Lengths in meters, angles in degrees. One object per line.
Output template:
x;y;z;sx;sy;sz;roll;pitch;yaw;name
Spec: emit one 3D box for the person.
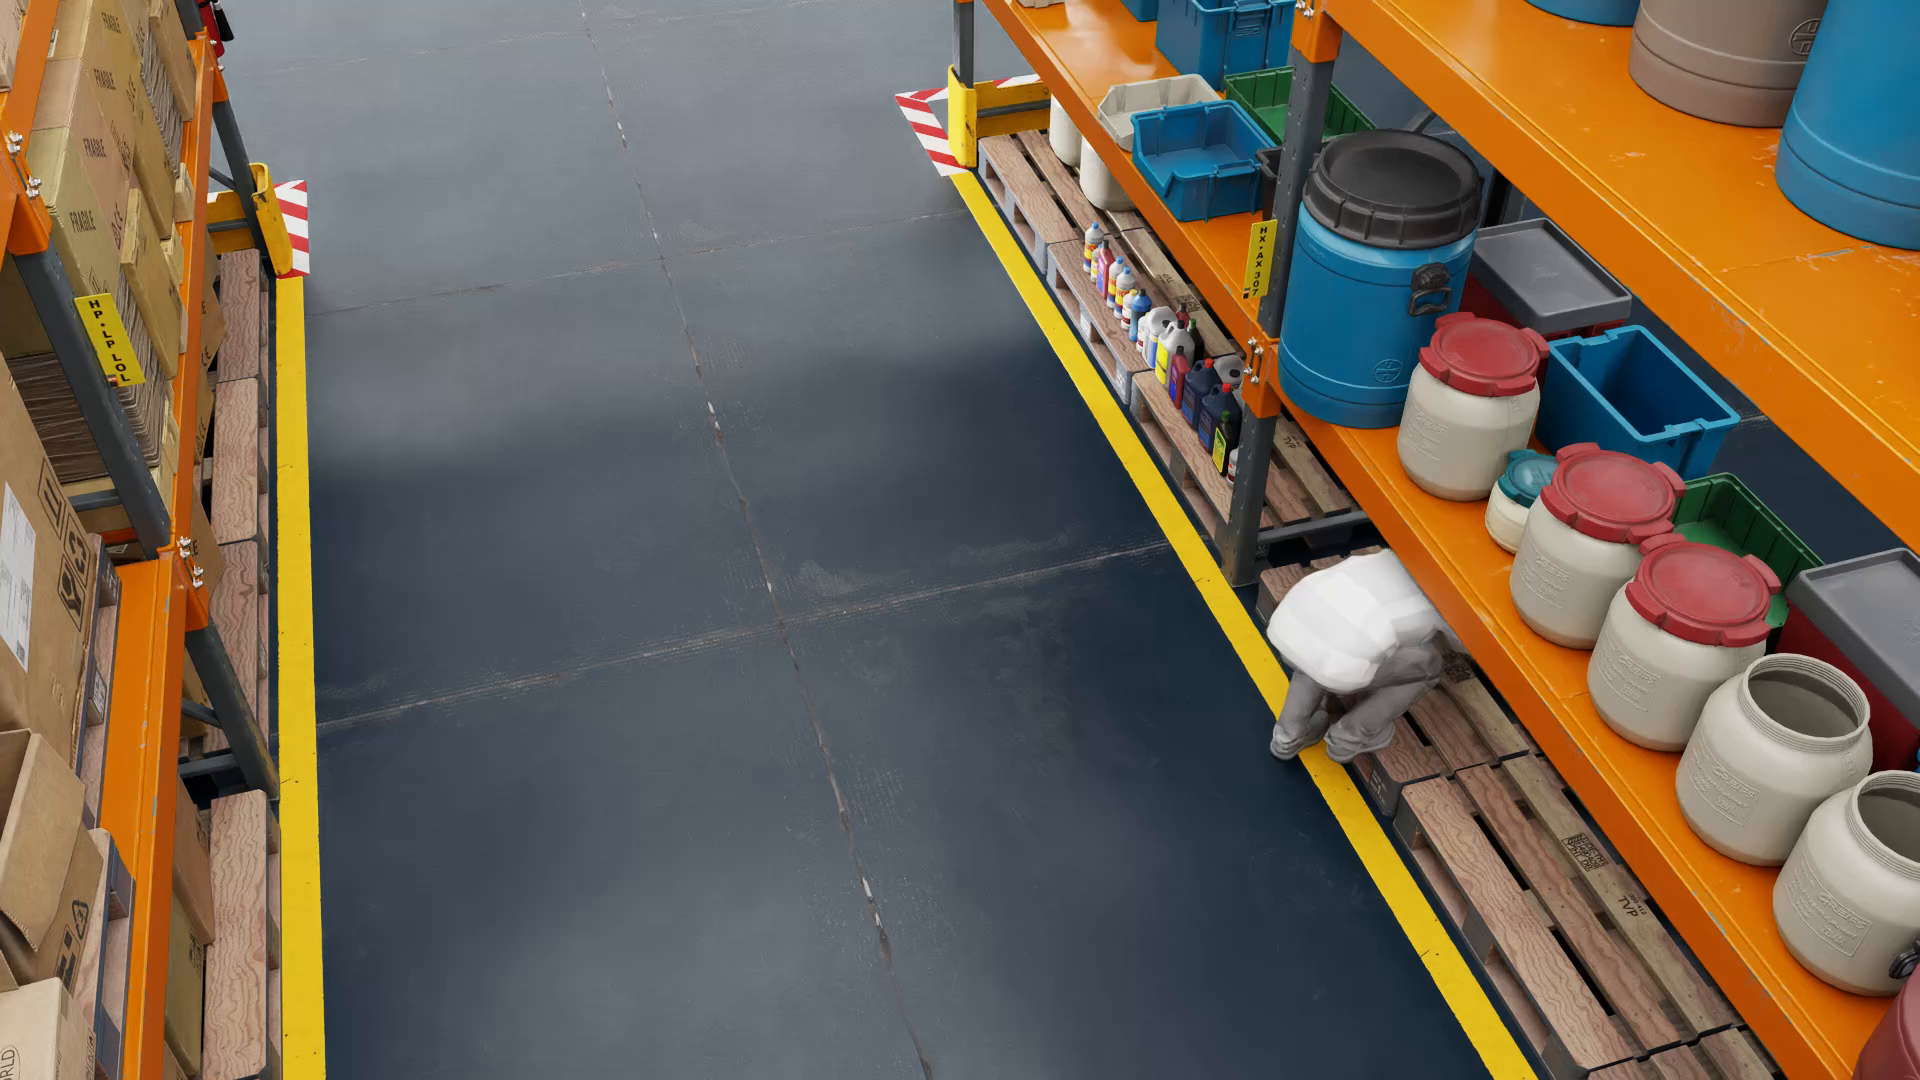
1.674;0.389;6.303;1.240;0.968;0.513;-26;48;-26;person
